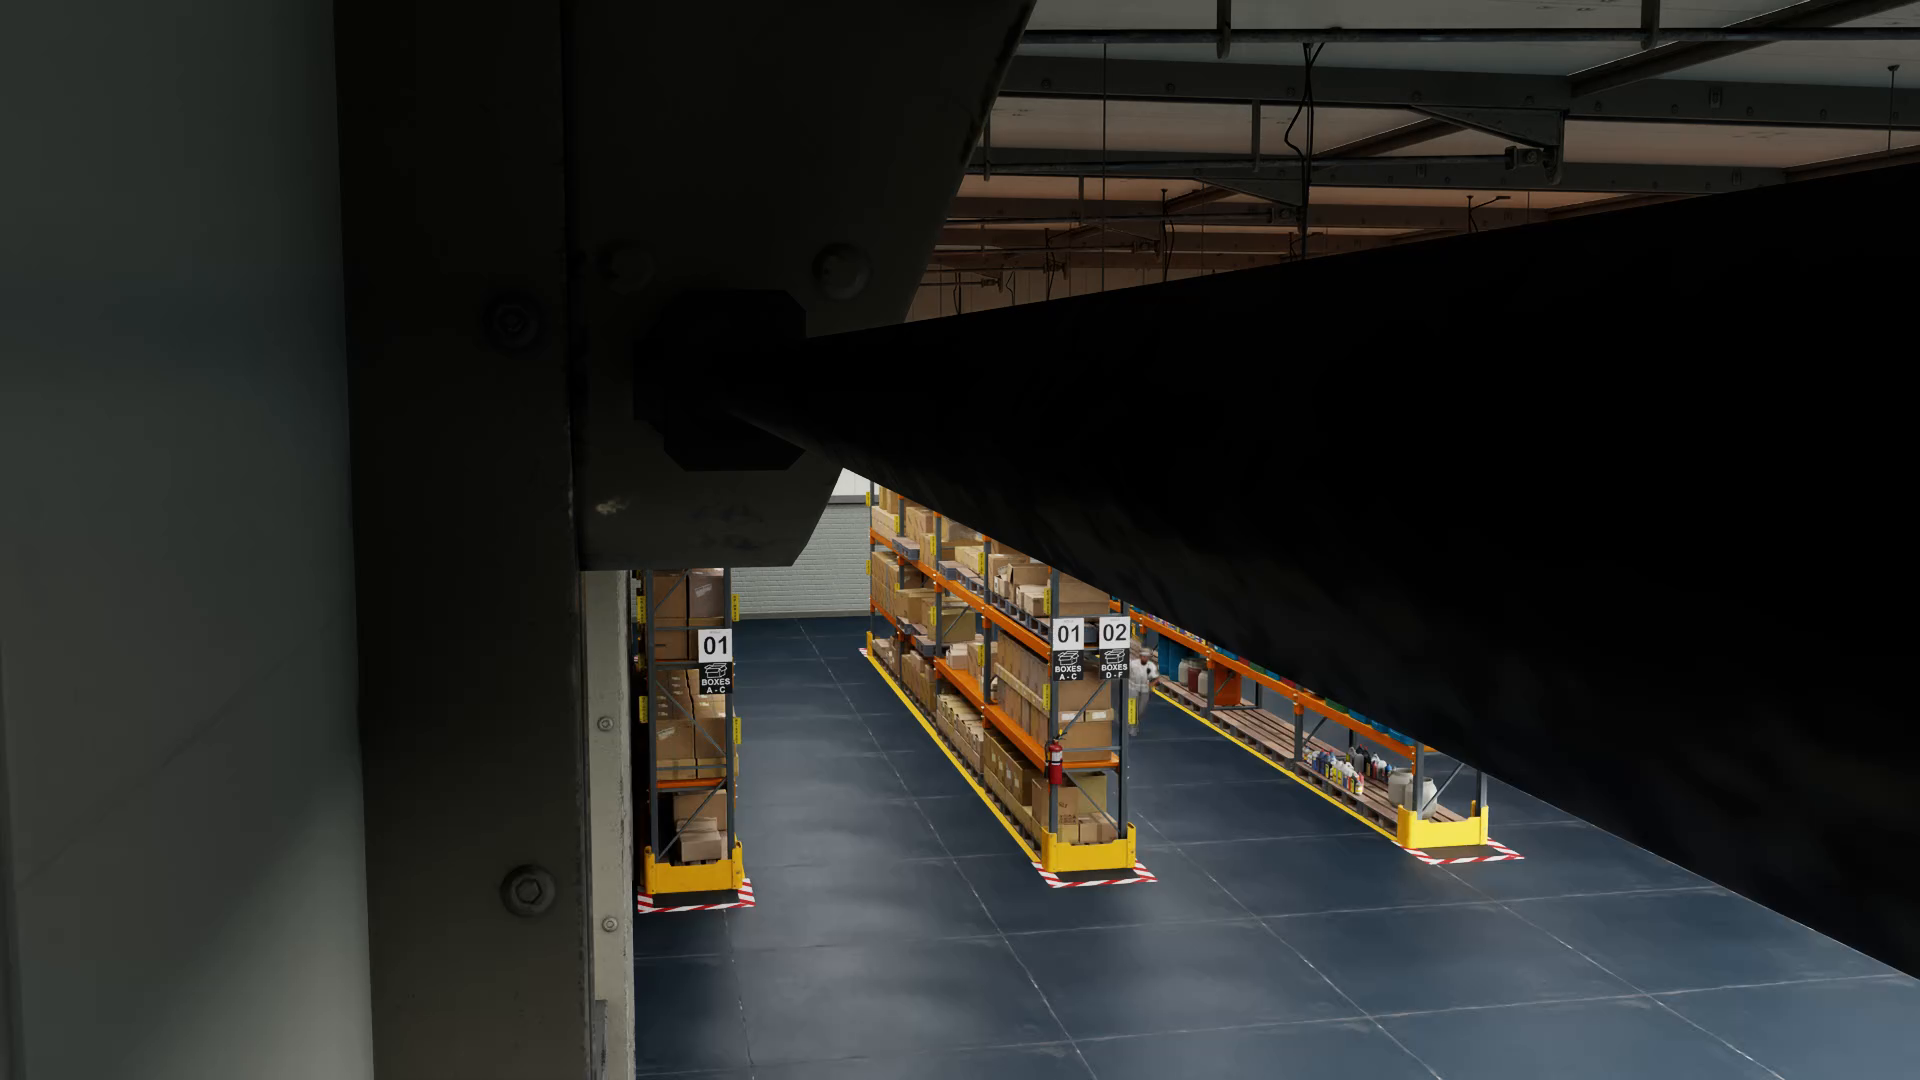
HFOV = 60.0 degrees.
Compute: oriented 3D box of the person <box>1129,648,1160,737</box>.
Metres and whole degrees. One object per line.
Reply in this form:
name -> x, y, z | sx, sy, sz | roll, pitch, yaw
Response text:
person -> 3.096, 2.584, 28.455 | 0.575, 1.571, 0.951 | -1, 6, -7
